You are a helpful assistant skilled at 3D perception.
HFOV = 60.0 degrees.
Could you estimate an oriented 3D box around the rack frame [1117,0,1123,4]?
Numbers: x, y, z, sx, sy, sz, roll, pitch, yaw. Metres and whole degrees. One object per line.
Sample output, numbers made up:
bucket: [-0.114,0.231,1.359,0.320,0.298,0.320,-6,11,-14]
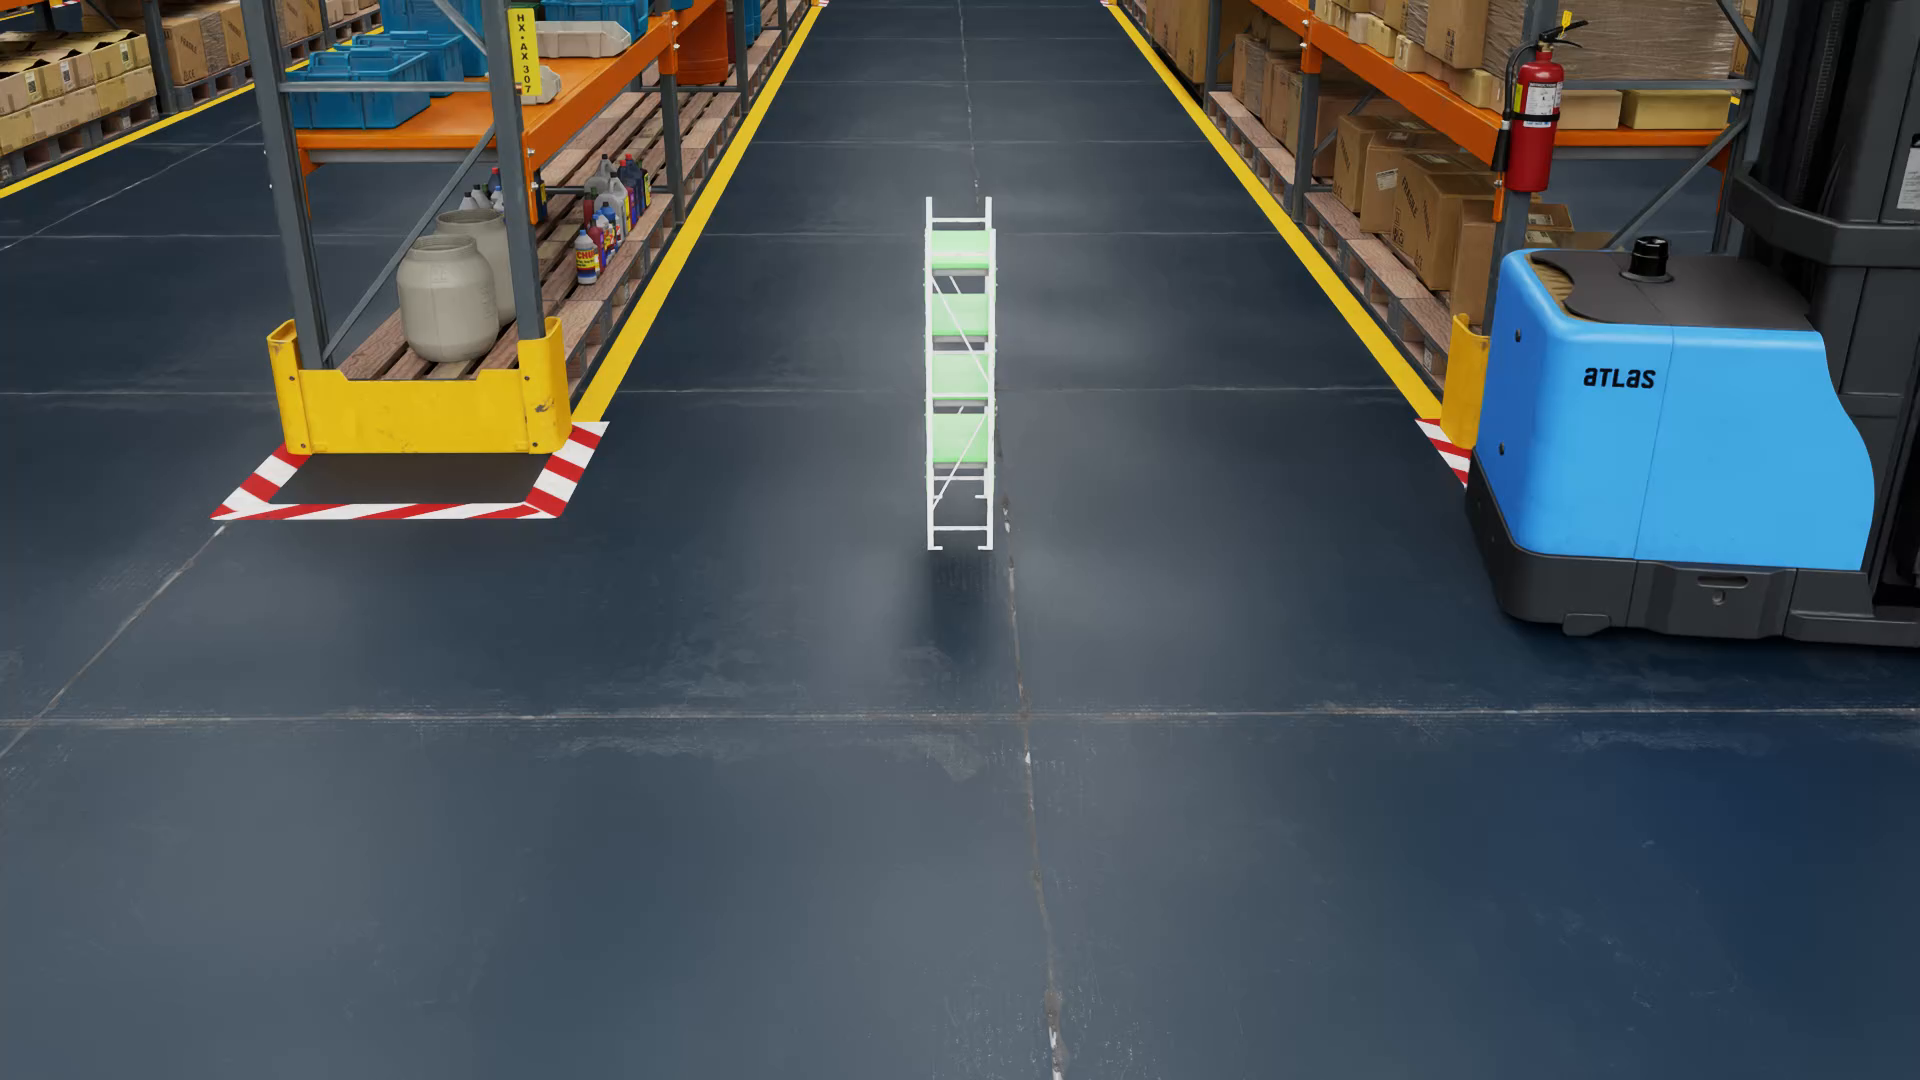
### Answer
rack frame: [2.535,-8.386,21.152,1.000,3.000,0.127,0,24,-1]

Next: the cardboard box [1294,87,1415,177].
cardboard box: [2.681,-2.756,11.203,0.700,0.500,0.500,-2,24,-5]

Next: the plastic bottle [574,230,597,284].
plastic bottle: [-1.951,-1.477,8.652,0.097,0.271,0.097,0,24,0]

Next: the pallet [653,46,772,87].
pallet: [-2.391,-4.623,16.216,1.003,0.211,1.213,0,24,-1]

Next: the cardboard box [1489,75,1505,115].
cardboard box: [2.498,-1.898,7.112,0.380,0.149,0.250,0,24,-1]

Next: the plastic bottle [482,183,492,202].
plastic bottle: [-2.730,-1.902,9.577,0.061,0.283,0.133,1,24,2]

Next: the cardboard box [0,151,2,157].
cardboard box: [-7.000,-2.715,11.440,0.500,0.250,0.500,0,24,1]

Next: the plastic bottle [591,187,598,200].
plastic bottle: [-2.088,-1.895,9.562,0.061,0.283,0.133,0,24,-1]

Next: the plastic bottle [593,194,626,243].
plastic bottle: [-1.988,-1.835,9.440,0.152,0.276,0.135,0,24,0]

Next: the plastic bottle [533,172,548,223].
plastic bottle: [-2.548,-2.079,9.887,0.144,0.351,0.185,0,24,-1]

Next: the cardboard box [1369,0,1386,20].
cardboard box: [2.686,-3.025,8.816,0.875,0.500,0.500,0,24,-1]

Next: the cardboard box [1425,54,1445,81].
cardboard box: [2.470,-2.310,8.023,0.380,0.149,0.250,0,24,-1]

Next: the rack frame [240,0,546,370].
rack frame: [-2.243,-1.771,6.526,1.000,3.000,0.127,0,24,-1]

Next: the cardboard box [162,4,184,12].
cardboard box: [-7.533,-4.706,15.514,0.500,0.500,0.500,-1,24,-2]

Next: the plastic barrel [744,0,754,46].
plastic barrel: [-2.377,-5.435,16.664,0.600,0.901,0.708,0,24,-1]

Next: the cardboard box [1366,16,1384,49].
cardboard box: [2.406,-2.722,8.934,0.380,0.149,0.250,0,24,-1]

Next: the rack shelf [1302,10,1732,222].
rack shelf: [2.688,-2.290,8.545,1.077,0.370,4.000,0,24,-1]

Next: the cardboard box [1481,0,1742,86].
cardboard box: [2.731,-2.201,6.995,0.875,0.500,0.500,0,24,-1]

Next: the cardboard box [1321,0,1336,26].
cardboard box: [2.357,-3.134,9.844,0.380,0.149,0.250,0,24,-1]

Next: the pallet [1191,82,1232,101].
pallet: [2.689,-4.144,15.157,1.003,0.211,1.213,0,24,-1]

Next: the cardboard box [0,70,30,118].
cardboard box: [-7.002,-3.184,11.796,0.500,0.311,0.500,-1,24,-2]

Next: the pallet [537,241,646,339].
pallet: [-2.305,-1.368,9.018,1.003,0.211,1.213,0,24,-1]

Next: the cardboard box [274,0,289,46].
cardboard box: [-7.033,-5.144,16.483,0.500,0.500,0.500,0,24,0]

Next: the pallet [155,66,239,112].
pallet: [-7.254,-4.084,15.024,1.003,0.211,1.213,0,24,-1]

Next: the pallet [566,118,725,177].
pallet: [-2.350,-2.976,12.574,1.003,0.211,1.213,0,24,-1]

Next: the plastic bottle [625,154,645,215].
plastic bottle: [-1.991,-2.149,10.041,0.144,0.351,0.185,-1,24,-2]

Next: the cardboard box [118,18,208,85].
cardboard box: [-7.002,-4.297,14.611,0.500,0.500,0.500,1,24,2]

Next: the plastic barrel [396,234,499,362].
plastic barrel: [-2.326,-1.100,7.551,0.421,0.512,0.421,0,24,0]

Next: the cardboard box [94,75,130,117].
cardboard box: [-7.024,-3.557,13.302,0.500,0.250,0.500,-1,24,-1]

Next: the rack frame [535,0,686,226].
rack frame: [-2.286,-3.419,10.170,1.000,3.000,0.127,0,24,-1]

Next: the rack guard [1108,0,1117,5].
rack guard: [2.535,-7.257,21.689,1.175,0.500,0.348,0,24,-1]

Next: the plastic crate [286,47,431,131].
plastic crate: [-2.548,-1.908,7.009,0.499,0.251,0.616,0,24,-1]

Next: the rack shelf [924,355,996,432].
rack shelf: [-0.002,-0.557,6.180,0.258,0.148,0.480,0,24,-1]

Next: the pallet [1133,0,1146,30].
pallet: [2.633,-6.285,19.891,1.003,0.211,1.213,0,24,-1]

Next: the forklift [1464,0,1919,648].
forklift: [3.372,-1.139,5.211,3.031,2.935,1.130,3,25,7]

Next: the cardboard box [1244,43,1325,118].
cardboard box: [2.669,-3.647,13.173,0.700,0.500,0.500,-2,24,-5]

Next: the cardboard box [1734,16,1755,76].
cardboard box: [7.315,-4.393,14.847,0.500,0.500,0.500,0,24,-1]

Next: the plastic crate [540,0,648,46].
plastic crate: [-2.003,-2.897,9.195,0.499,0.251,0.616,0,24,-1]

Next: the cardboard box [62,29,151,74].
cardboard box: [-7.031,-4.026,13.658,0.500,0.311,0.500,0,24,1]

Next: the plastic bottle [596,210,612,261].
plastic bottle: [-1.956,-1.659,9.056,0.097,0.271,0.097,0,24,0]

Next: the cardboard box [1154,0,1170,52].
cardboard box: [2.616,-5.329,16.462,1.225,0.875,0.875,-1,24,-2]

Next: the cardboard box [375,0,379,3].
cardboard box: [-7.138,-6.676,20.175,0.500,0.250,0.500,0,24,-1]

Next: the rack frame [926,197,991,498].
rack frame: [-0.004,-0.715,6.376,0.240,1.200,0.015,0,24,-1]

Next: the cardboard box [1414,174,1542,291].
cardboard box: [2.691,-1.607,8.688,0.500,0.500,0.500,2,24,4]

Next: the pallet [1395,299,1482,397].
pallet: [2.735,-0.889,7.959,1.003,0.211,1.213,0,24,-1]

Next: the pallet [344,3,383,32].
pallet: [-7.350,-6.211,19.728,1.003,0.211,1.213,0,24,-1]

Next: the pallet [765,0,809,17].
pallet: [-2.447,-6.753,20.926,1.003,0.211,1.213,0,24,-1]

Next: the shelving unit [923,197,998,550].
shelving unit: [-0.002,-0.615,6.154,0.258,1.200,0.503,0,24,-1]
